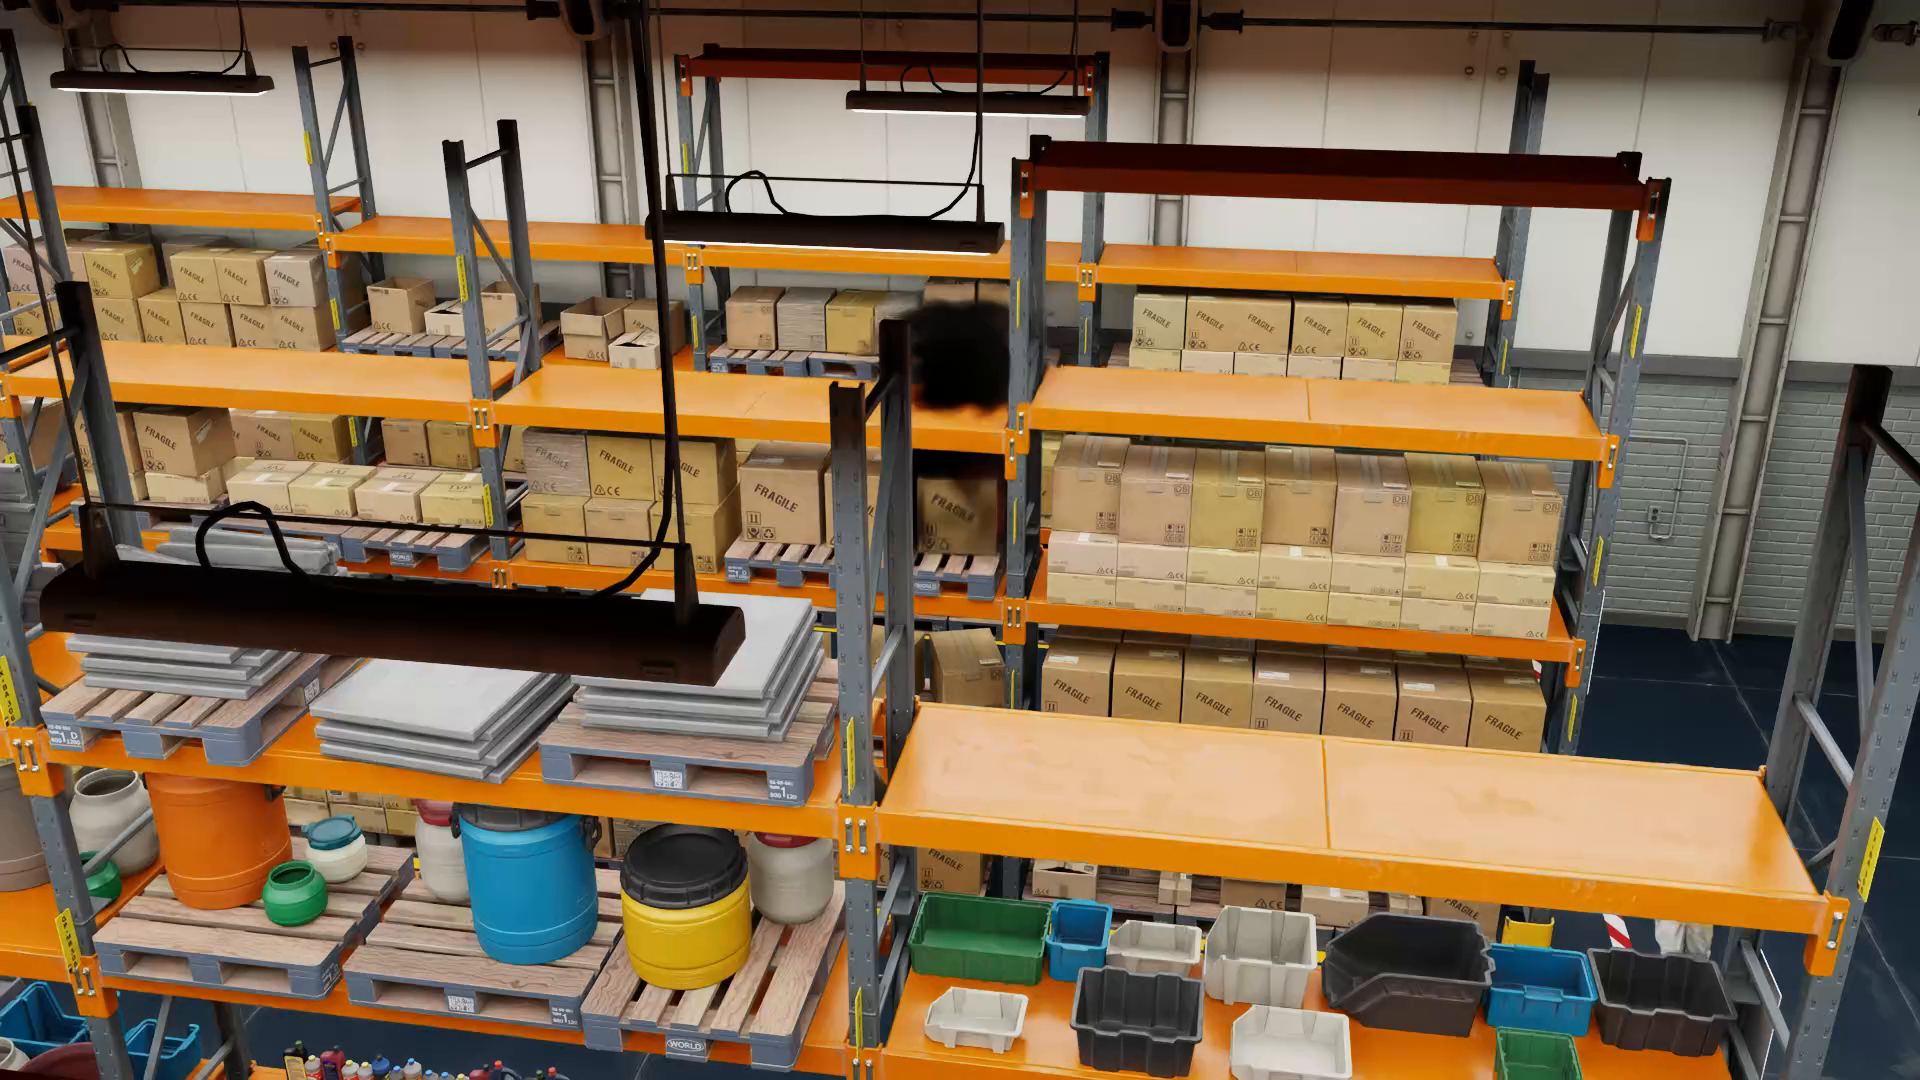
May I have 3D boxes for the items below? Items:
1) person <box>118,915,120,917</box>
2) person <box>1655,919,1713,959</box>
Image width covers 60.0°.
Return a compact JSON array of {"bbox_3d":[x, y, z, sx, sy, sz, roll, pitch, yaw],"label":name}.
[{"bbox_3d":[-6.452,2.493,12.564,0.924,1.465,0.559,2,23,5],"label":"person"},{"bbox_3d":[5.300,2.597,12.026,0.661,1.760,0.776,18,29,36],"label":"person"}]
